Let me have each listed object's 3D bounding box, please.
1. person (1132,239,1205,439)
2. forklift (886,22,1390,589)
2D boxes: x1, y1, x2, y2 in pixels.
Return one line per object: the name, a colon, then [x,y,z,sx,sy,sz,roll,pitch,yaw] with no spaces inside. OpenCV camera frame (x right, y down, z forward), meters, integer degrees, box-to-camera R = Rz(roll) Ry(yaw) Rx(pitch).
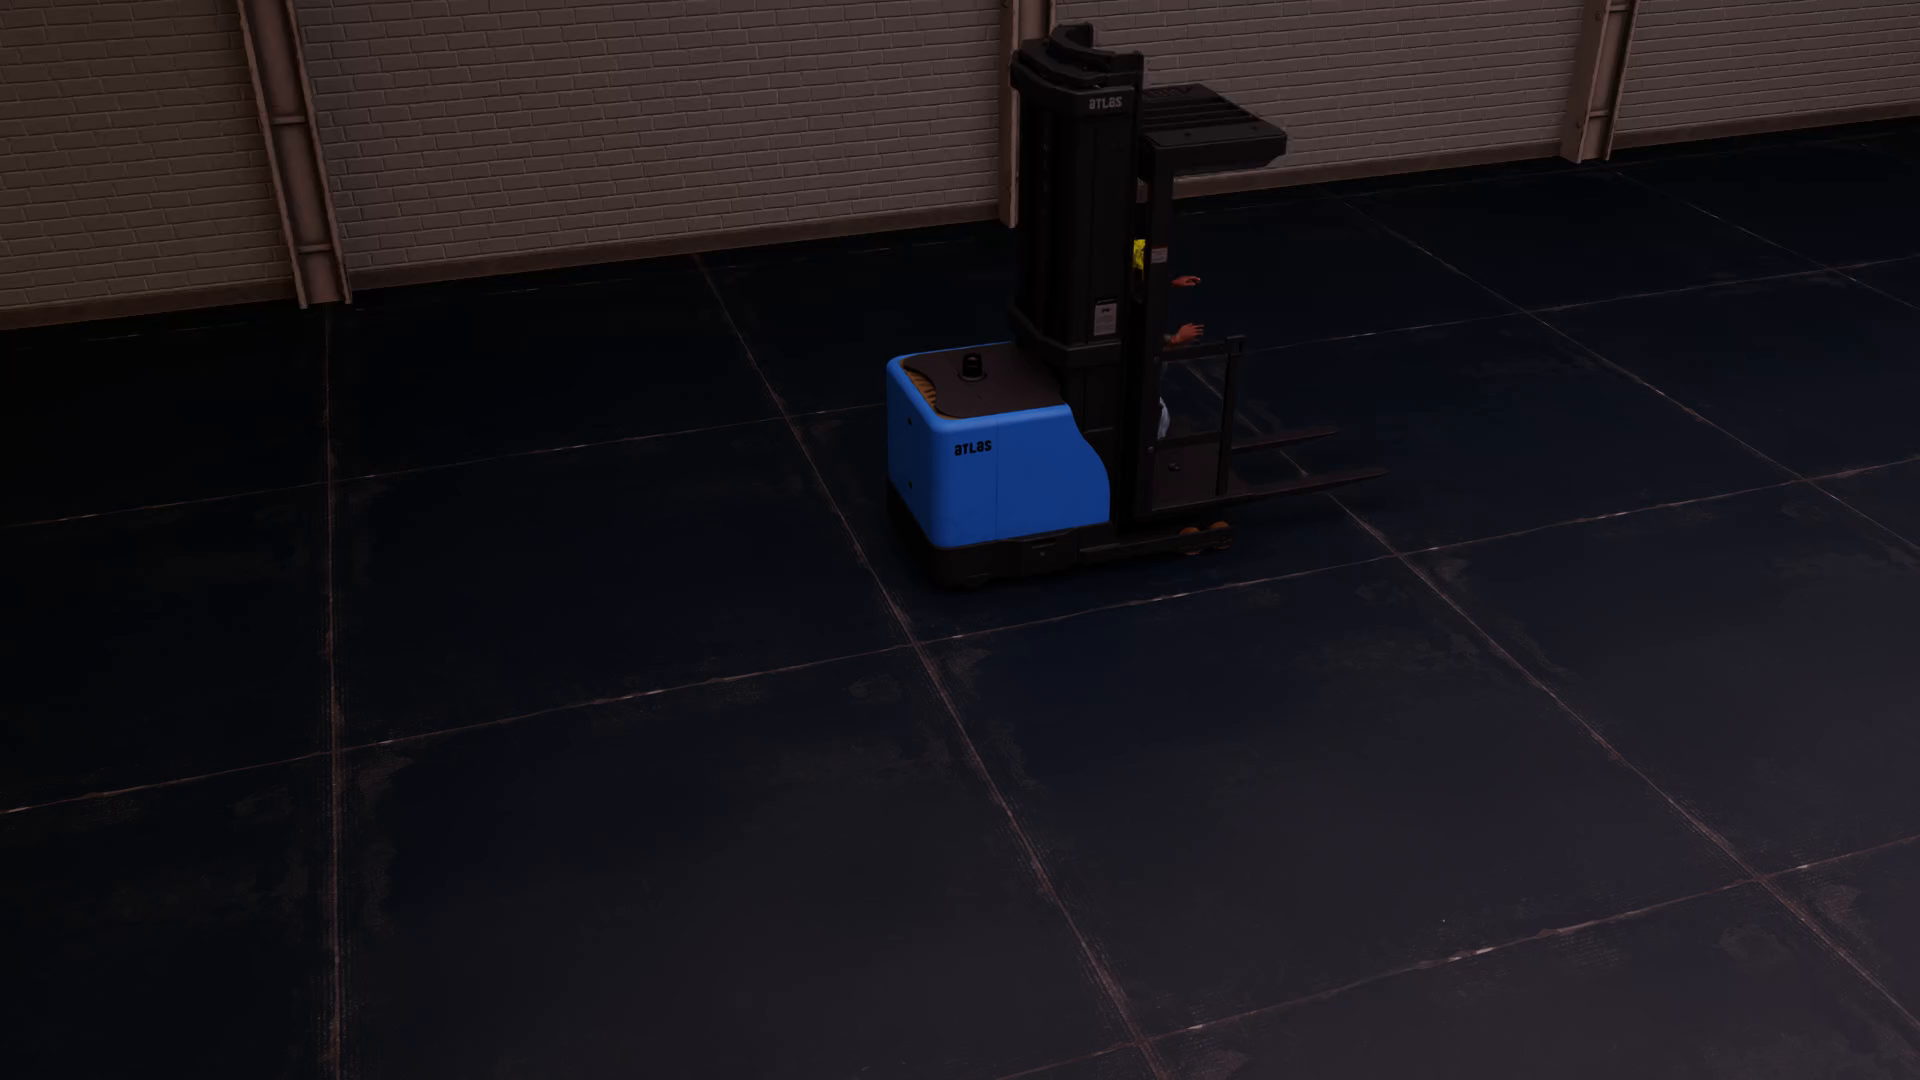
person: [1.170,-1.170,10.535,0.733,1.534,1.081,5,30,8]
forklift: [1.128,-1.421,9.556,3.031,2.935,1.130,-9,31,-16]
